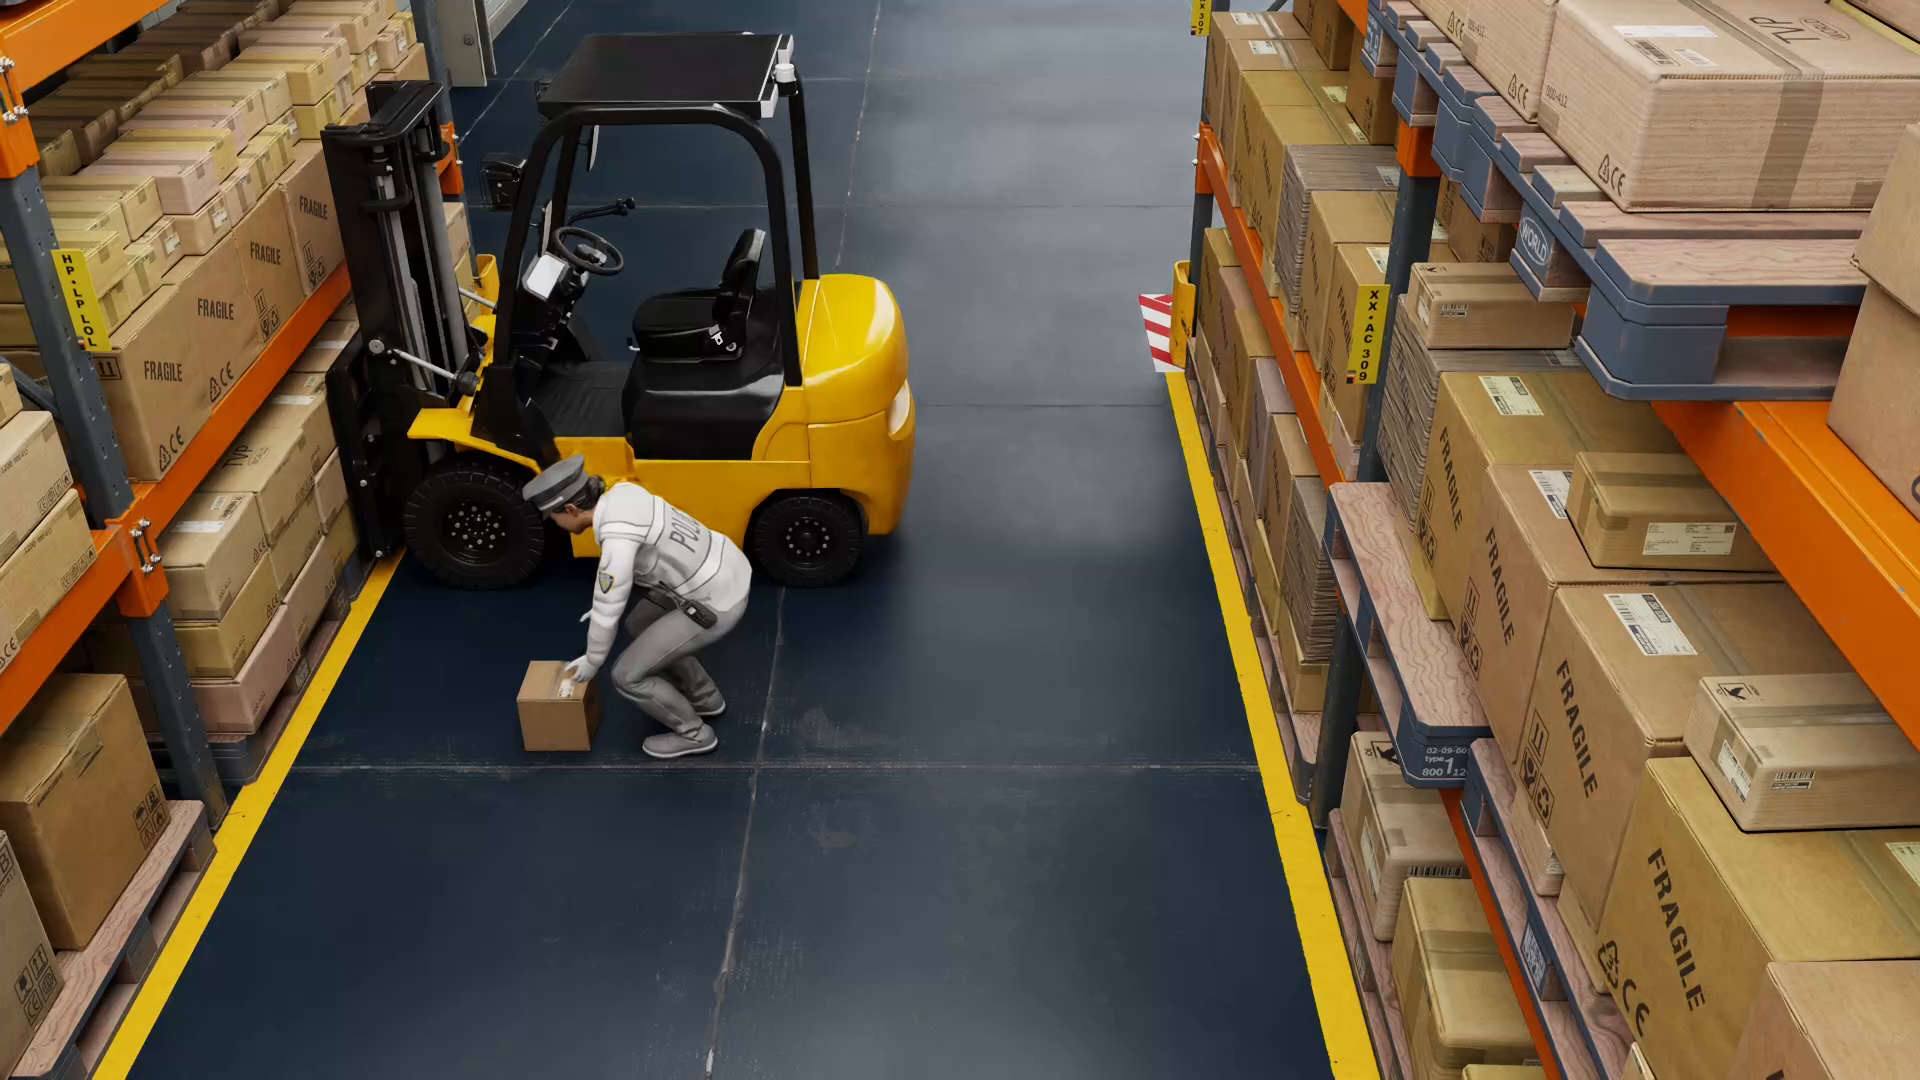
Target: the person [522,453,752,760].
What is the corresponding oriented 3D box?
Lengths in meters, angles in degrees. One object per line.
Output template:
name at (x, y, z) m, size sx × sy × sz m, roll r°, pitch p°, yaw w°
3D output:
person at (-1.161, 0.244, 6.154) m, size 0.776 × 1.235 × 0.529 m, roll 0°, pitch 32°, yaw 0°
